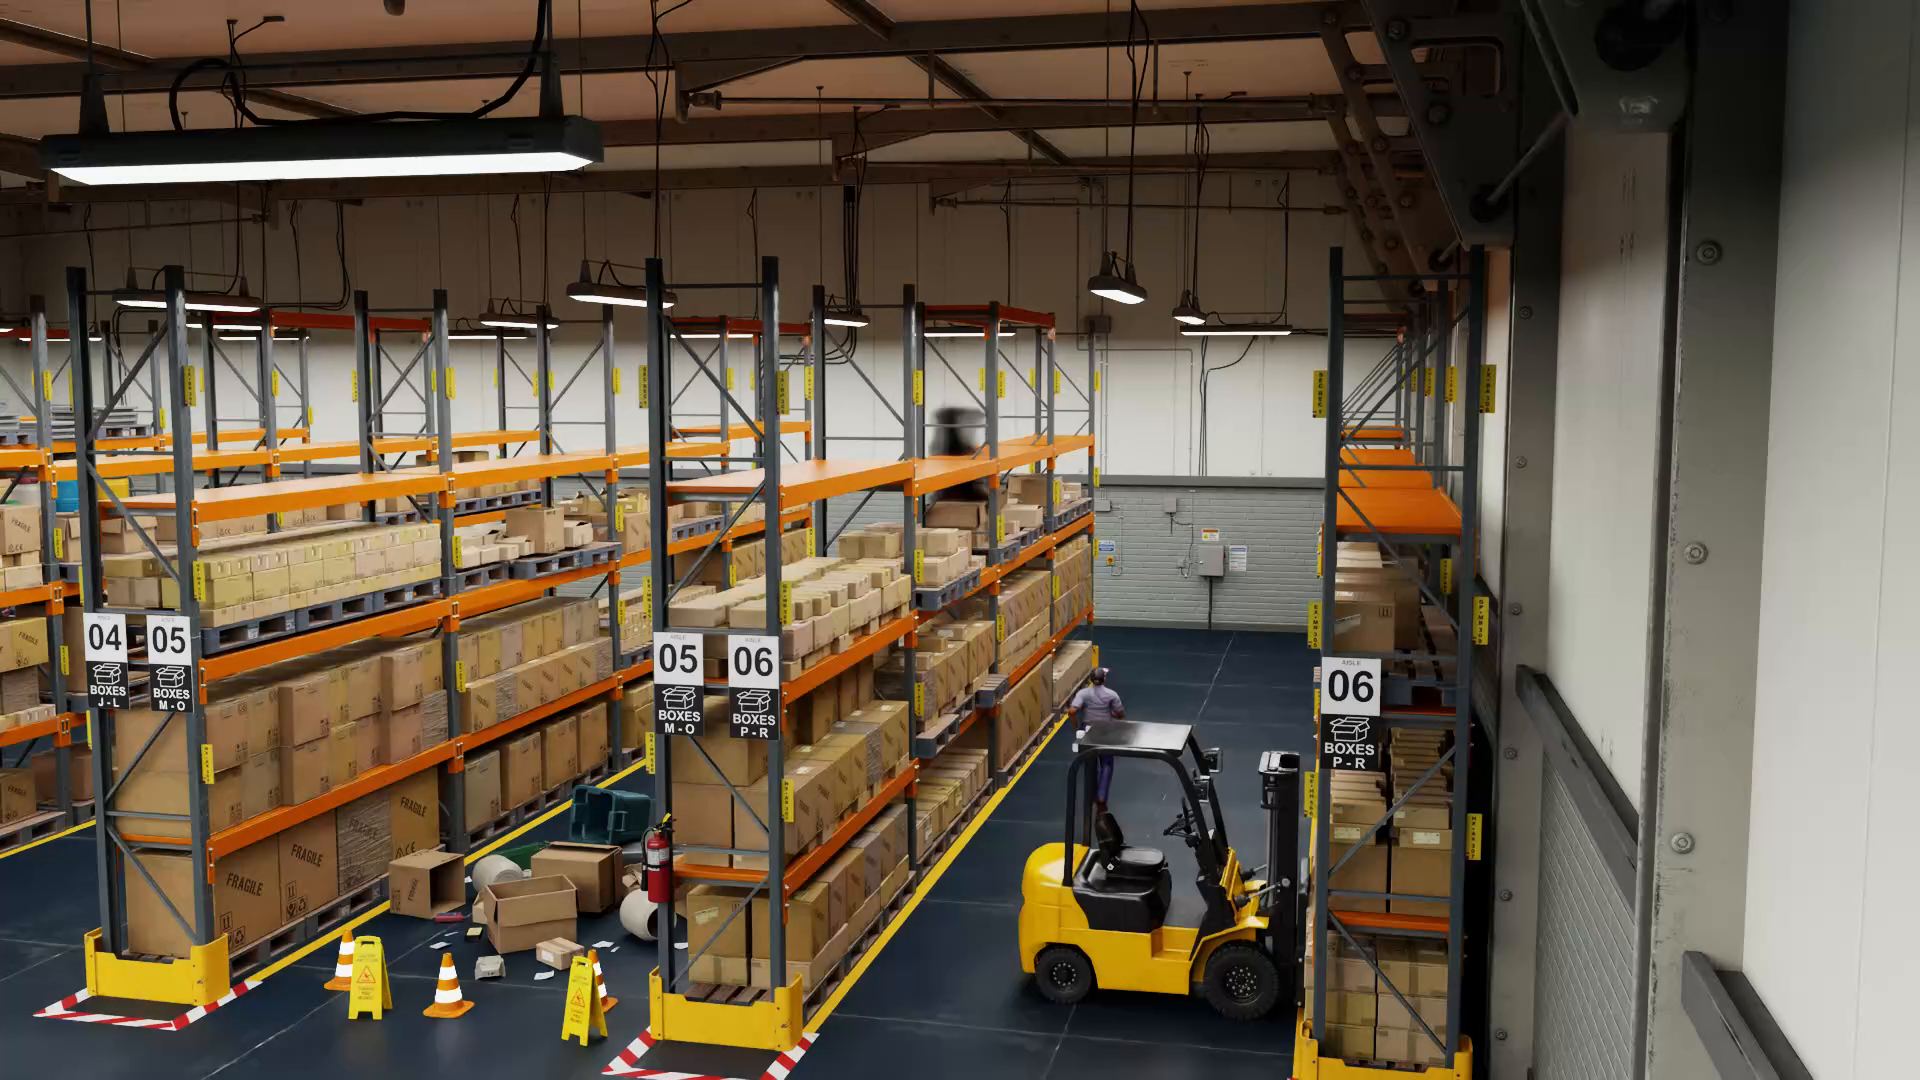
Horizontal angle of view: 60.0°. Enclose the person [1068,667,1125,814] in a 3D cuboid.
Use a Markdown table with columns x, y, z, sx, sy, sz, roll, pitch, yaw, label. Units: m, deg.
| x | y | z | sx | sy | sz | roll | pitch | yaw | label |
| --- | --- | --- | --- | --- | --- | --- | --- | --- | --- |
| 1.532 | 2.229 | 18.609 | 0.616 | 1.655 | 0.817 | 1 | 6 | 10 | person |
